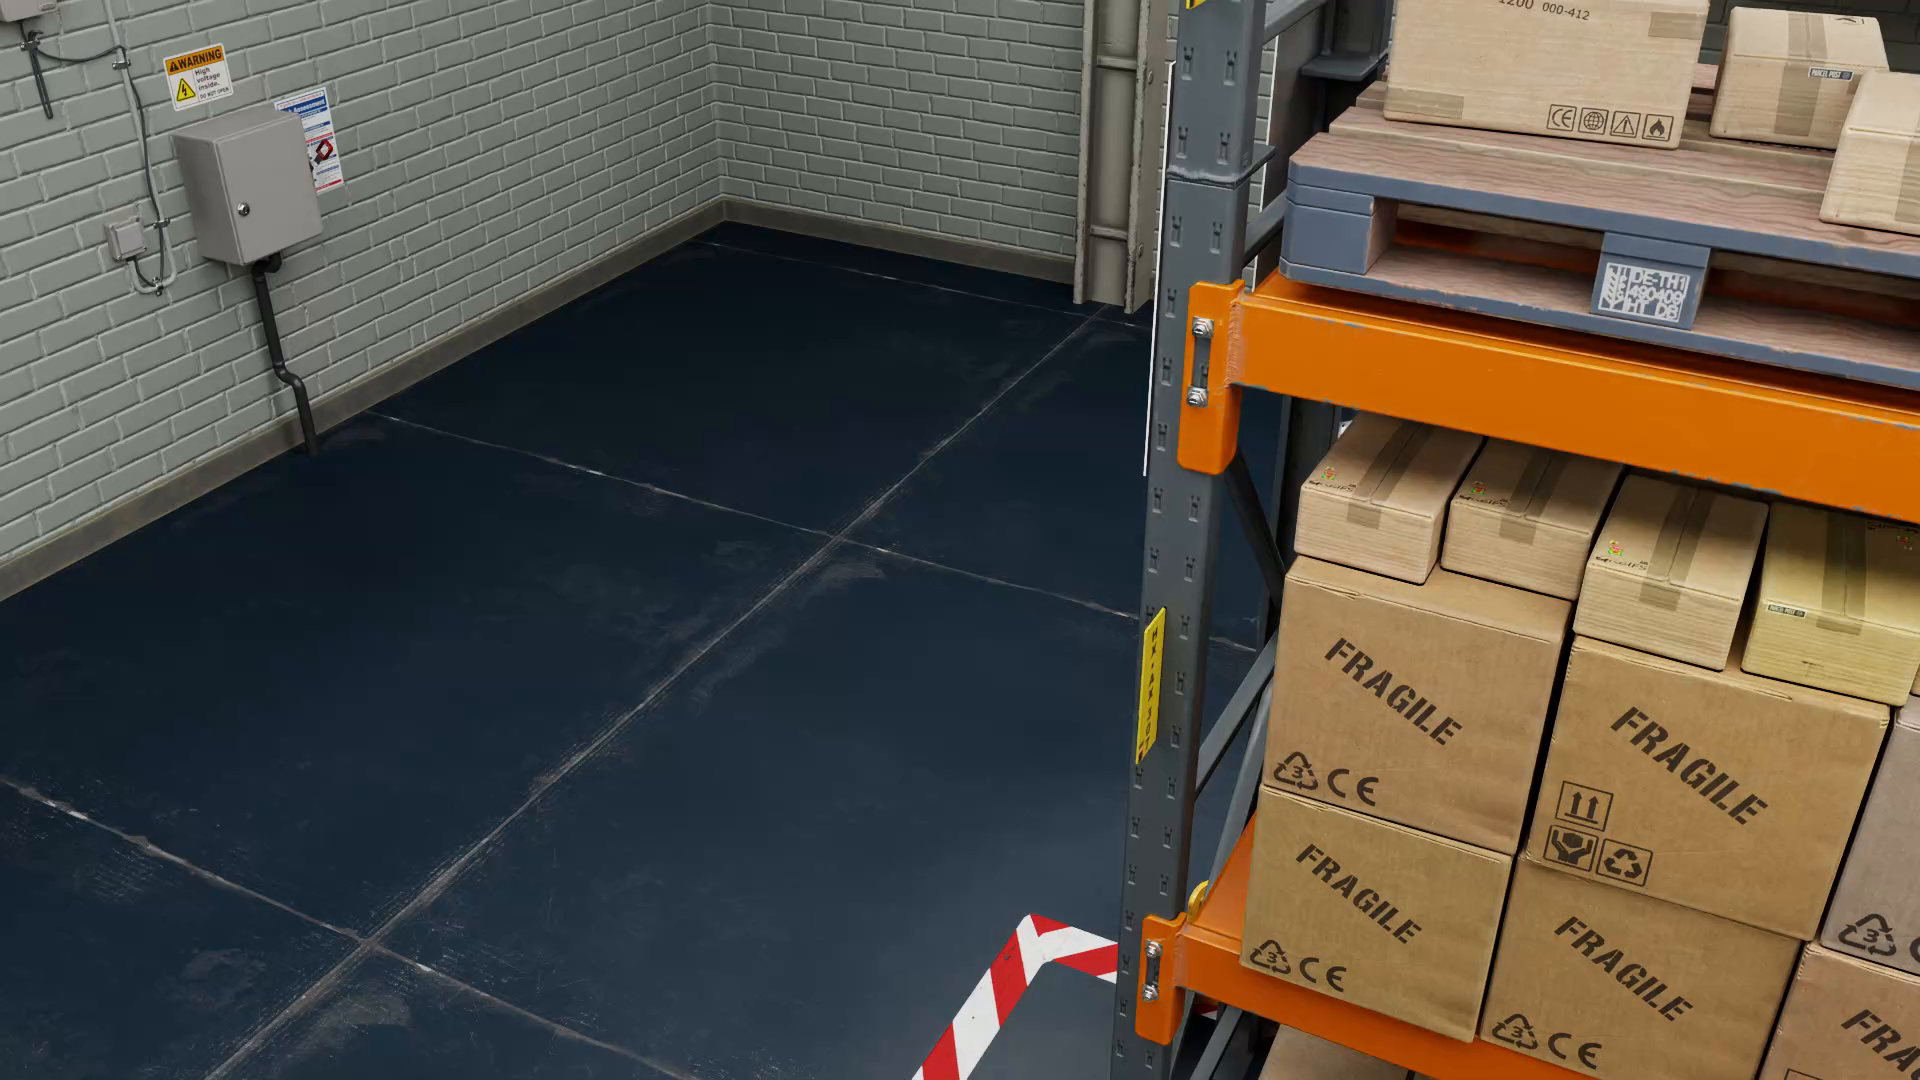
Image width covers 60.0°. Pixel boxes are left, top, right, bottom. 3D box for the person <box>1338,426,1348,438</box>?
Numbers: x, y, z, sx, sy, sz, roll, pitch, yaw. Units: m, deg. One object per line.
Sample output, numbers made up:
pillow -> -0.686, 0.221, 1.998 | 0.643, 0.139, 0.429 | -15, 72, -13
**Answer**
person -> 1.620, -0.006, 6.618 | 0.496, 1.190, 0.803 | 14, 33, 23
